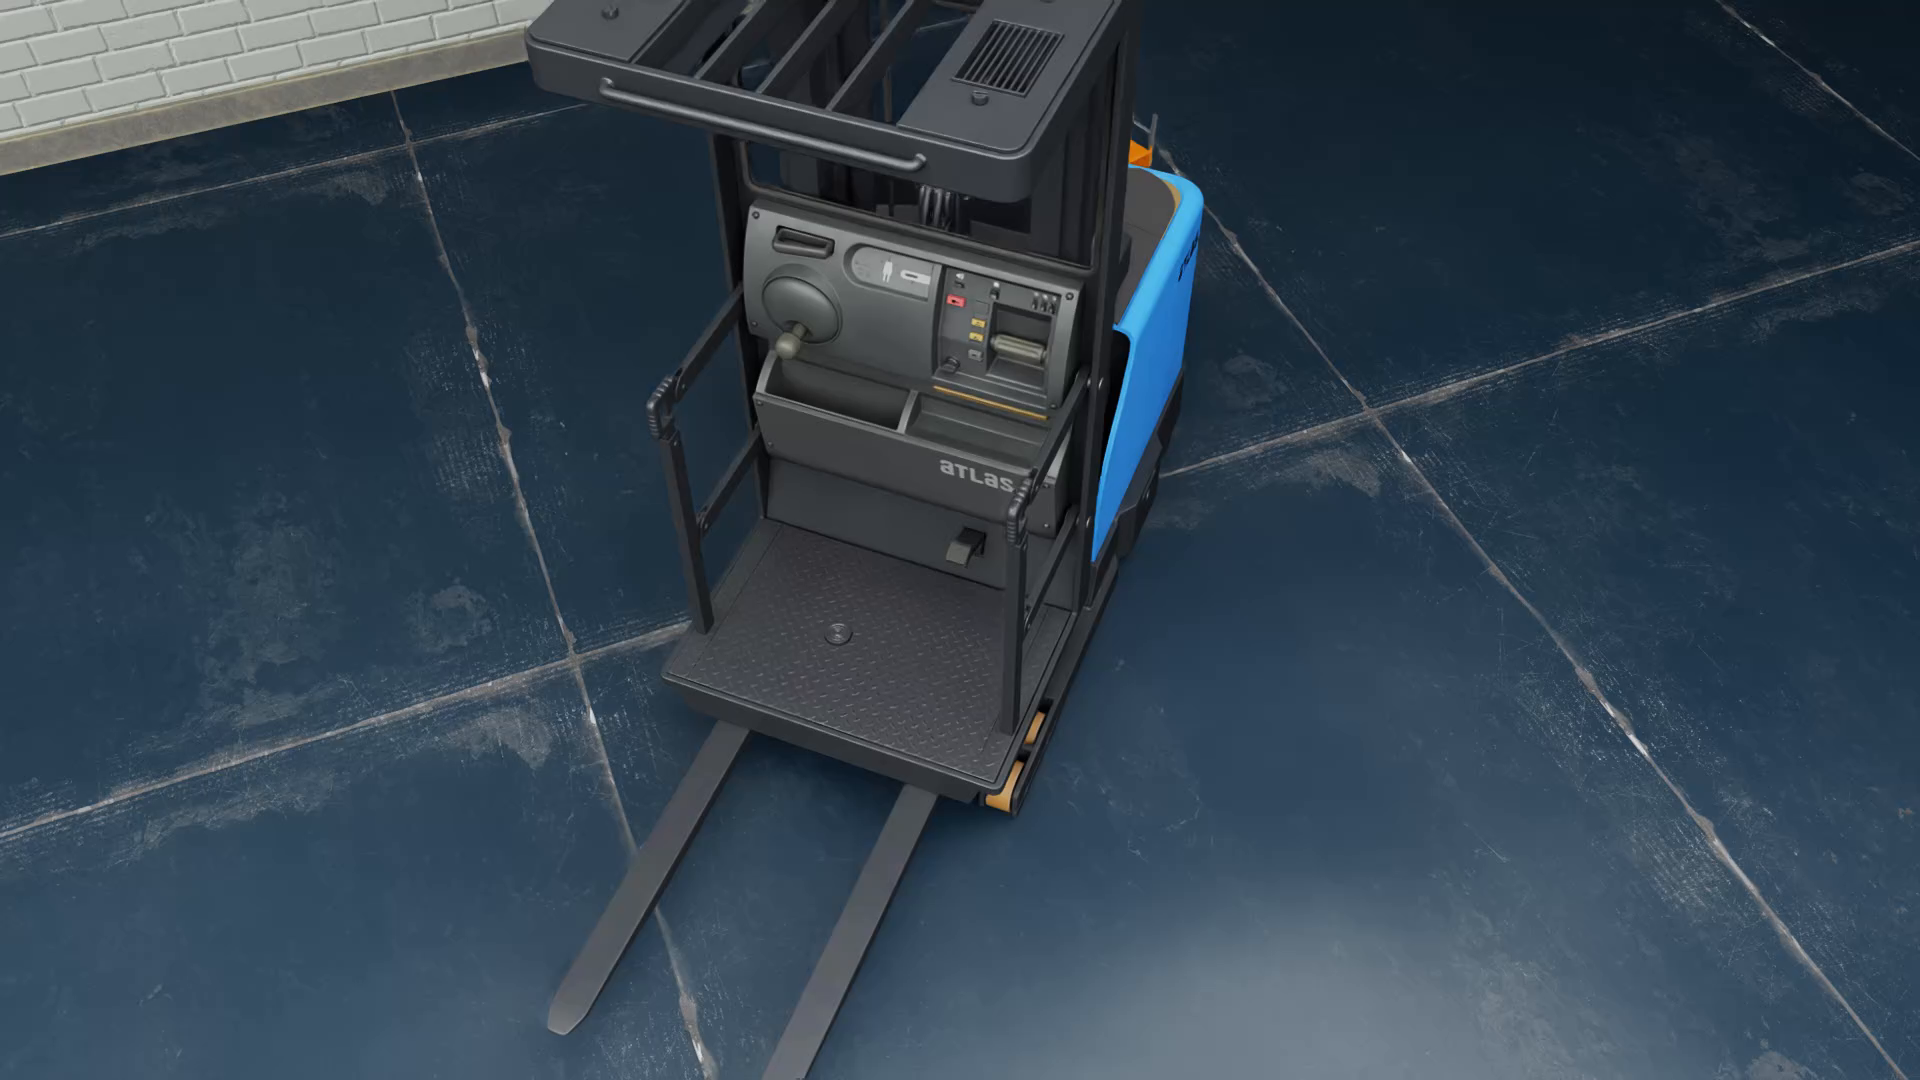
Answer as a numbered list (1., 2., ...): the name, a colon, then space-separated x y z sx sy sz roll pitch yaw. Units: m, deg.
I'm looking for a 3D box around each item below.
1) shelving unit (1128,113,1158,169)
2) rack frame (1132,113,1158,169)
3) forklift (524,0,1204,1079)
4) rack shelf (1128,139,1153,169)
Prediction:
1. shelving unit: 0.489 -1.072 5.972 0.252 1.050 0.215 -33 57 -28
2. rack frame: 0.580 -1.130 6.029 0.008 1.050 0.200 -33 57 -28
3. forklift: -0.218 -0.504 4.251 1.130 2.935 3.031 17 51 14
4. rack shelf: 0.498 -1.256 5.770 0.240 0.259 0.215 -33 57 -28
